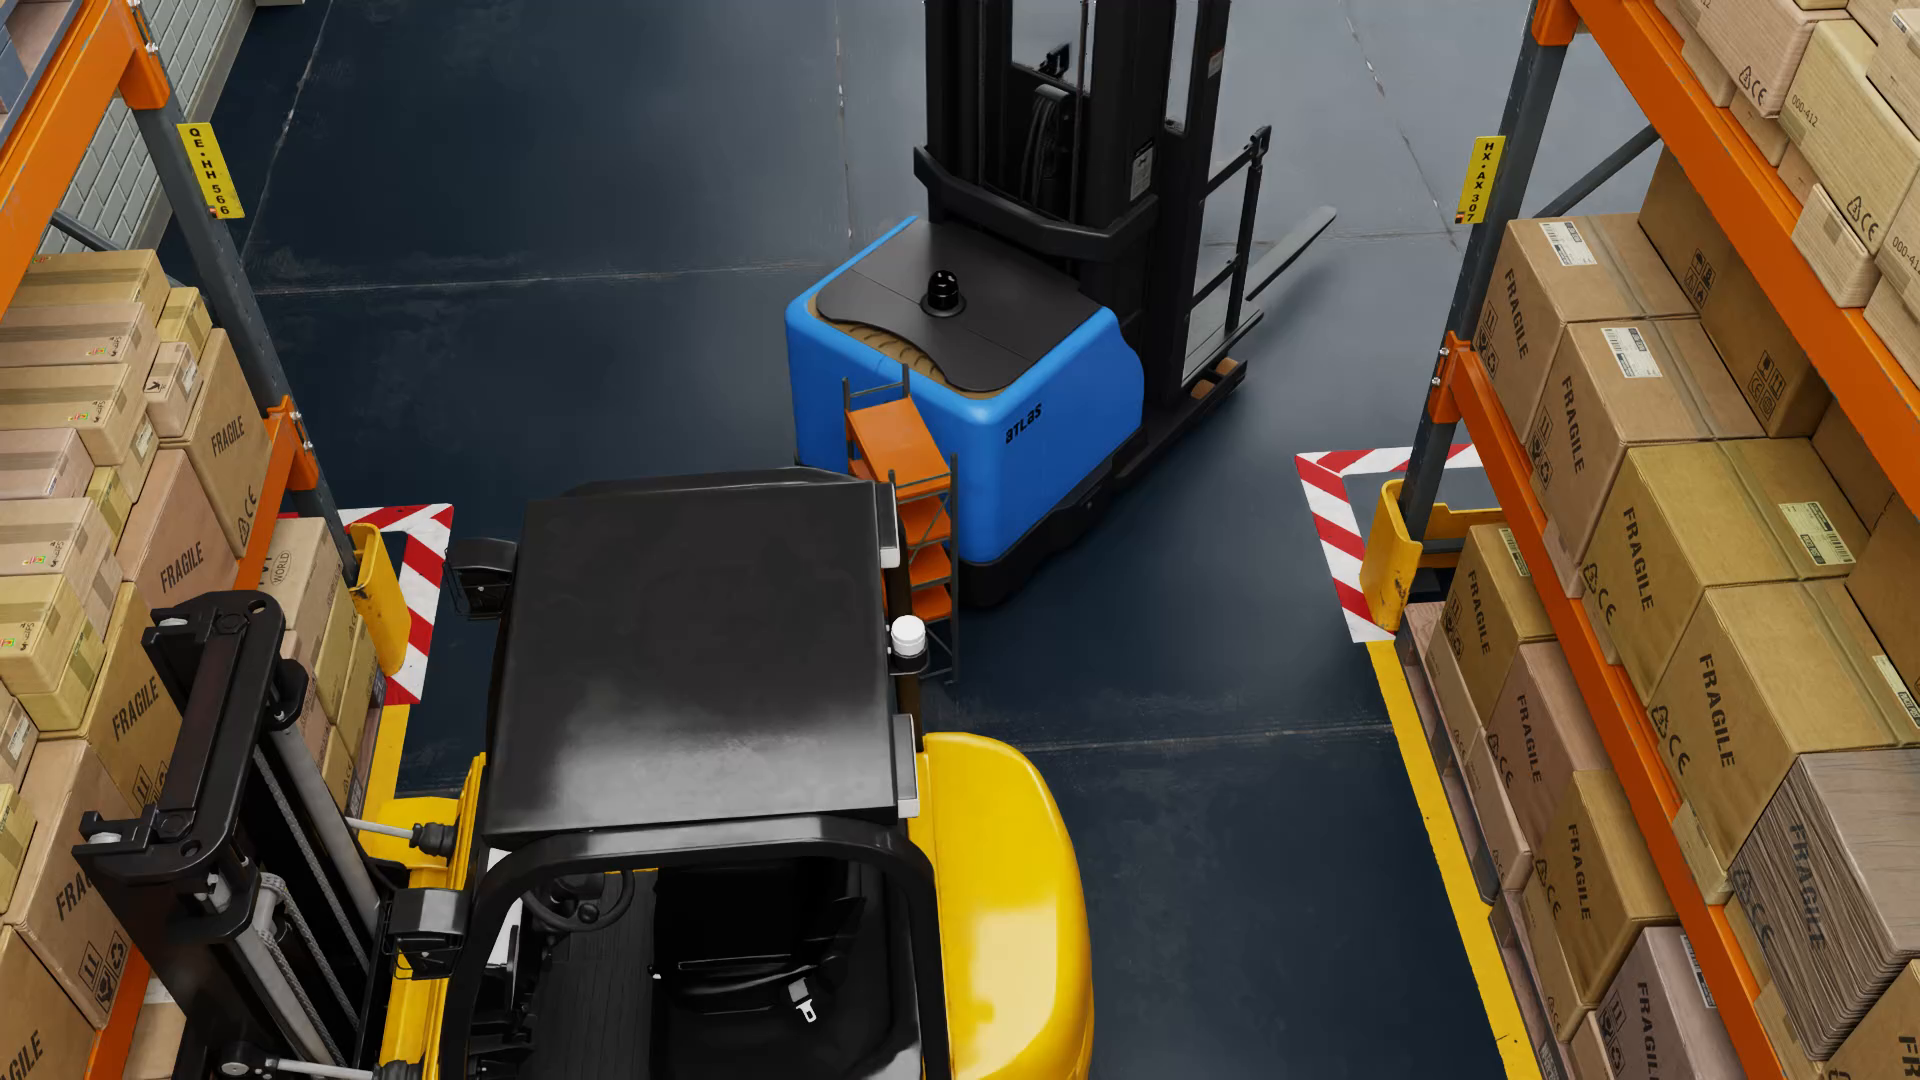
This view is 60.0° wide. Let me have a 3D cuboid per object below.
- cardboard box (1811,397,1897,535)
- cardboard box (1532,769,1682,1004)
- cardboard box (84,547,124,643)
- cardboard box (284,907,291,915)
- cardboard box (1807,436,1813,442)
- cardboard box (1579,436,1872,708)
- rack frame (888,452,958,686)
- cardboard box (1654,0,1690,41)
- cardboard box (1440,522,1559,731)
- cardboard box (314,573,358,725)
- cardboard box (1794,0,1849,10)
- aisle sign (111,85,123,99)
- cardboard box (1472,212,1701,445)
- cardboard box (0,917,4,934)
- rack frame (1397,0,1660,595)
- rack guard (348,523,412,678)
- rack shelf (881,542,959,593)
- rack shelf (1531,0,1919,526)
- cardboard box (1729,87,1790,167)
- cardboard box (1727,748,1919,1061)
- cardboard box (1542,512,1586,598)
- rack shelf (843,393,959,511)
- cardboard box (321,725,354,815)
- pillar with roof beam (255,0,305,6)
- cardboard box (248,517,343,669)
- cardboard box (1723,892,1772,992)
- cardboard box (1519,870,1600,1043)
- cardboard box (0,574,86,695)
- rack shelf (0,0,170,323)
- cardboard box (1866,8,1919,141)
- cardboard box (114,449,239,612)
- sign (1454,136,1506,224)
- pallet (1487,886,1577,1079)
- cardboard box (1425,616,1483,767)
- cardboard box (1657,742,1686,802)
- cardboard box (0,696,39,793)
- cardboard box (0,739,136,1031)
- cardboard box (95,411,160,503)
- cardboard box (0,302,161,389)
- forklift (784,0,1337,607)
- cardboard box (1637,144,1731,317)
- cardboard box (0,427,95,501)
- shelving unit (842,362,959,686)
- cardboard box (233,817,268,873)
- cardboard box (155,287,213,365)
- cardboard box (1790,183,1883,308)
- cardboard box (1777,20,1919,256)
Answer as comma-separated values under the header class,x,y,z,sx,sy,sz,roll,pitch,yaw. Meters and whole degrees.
class,x,y,z,sx,sy,sz,roll,pitch,yaw
cardboard box,2.643,-0.277,4.121,0.700,0.500,0.500,-4,47,-4
cardboard box,2.079,1.020,4.943,0.500,0.500,0.500,-3,47,-3
cardboard box,-2.344,0.143,4.169,0.380,0.149,0.250,-5,47,-5
cardboard box,-2.295,1.120,5.020,0.500,0.250,0.500,-4,47,-4
cardboard box,2.560,-0.281,4.813,0.500,0.500,0.500,-3,47,-3
cardboard box,2.057,0.083,4.468,0.500,0.500,0.500,-4,47,-4
rack frame,-0.122,0.158,5.911,0.240,1.200,0.015,-15,48,-14
cardboard box,2.018,-1.383,4.238,0.380,0.149,0.250,-5,47,-5
cardboard box,1.997,0.278,5.645,0.500,0.500,0.500,-5,47,-5
cardboard box,-2.391,0.384,5.717,0.500,0.250,0.500,-4,47,-4
cardboard box,1.973,-1.280,3.591,0.380,0.149,0.250,-4,47,-3
aisle sign,-2.456,-1.537,4.486,0.394,0.787,0.004,-3,47,-3
cardboard box,1.966,-0.660,5.172,0.500,0.500,0.500,-4,47,-4
cardboard box,-2.251,0.884,3.468,0.380,0.149,0.250,-5,47,-5
rack frame,2.203,-0.883,5.656,1.000,3.000,0.127,-3,47,-3
rack guard,-2.745,0.264,6.292,1.175,0.500,0.348,-3,47,-3
rack shelf,-0.208,0.038,6.117,0.258,0.148,0.480,-15,48,-14
rack shelf,2.370,-0.220,3.458,1.077,0.370,4.000,-3,47,-3
cardboard box,2.051,-1.012,3.886,0.380,0.149,0.250,-4,47,-4
cardboard box,2.155,0.821,3.769,0.500,0.500,0.500,-2,47,-2
cardboard box,1.977,0.027,4.968,0.380,0.149,0.250,-3,47,-3
rack shelf,-0.208,-0.278,5.783,0.258,0.148,0.480,-15,48,-14
cardboard box,-2.357,0.904,5.569,0.500,0.250,0.500,-3,47,-3
pillar with roof beam,0.205,-6.685,7.020,9.100,9.000,0.400,-3,47,-3
cardboard box,-2.394,0.193,5.553,0.500,0.250,0.500,-2,47,-2
cardboard box,2.127,0.962,4.082,0.380,0.149,0.250,-4,47,-4
cardboard box,2.088,1.283,5.210,0.500,0.250,0.500,-1,47,-1
cardboard box,-2.296,0.226,3.886,0.380,0.149,0.250,-3,47,-3
rack shelf,-2.576,0.085,3.170,1.077,0.370,4.000,-3,47,-3
cardboard box,2.029,-0.913,3.243,0.380,0.149,0.250,-2,47,-2
cardboard box,-2.406,0.103,4.654,0.500,0.500,0.500,-2,47,-2
sign,1.662,-1.147,5.311,0.100,0.325,0.005,-3,47,-3
pallet,2.341,1.602,5.224,1.003,0.211,1.213,-3,47,-3
cardboard box,1.995,0.519,5.934,0.500,0.250,0.500,-4,47,-4
cardboard box,2.107,0.592,4.432,0.380,0.149,0.250,-5,47,-4
cardboard box,-2.372,0.511,3.821,0.380,0.149,0.250,-4,47,-4
cardboard box,-2.310,0.837,3.959,0.500,0.500,0.500,-3,47,-3
cardboard box,-2.423,-0.227,4.520,0.380,0.149,0.250,-3,47,-3
cardboard box,-2.451,-0.515,4.588,0.380,0.149,0.250,-3,47,-3
forklift,0.635,-1.759,6.534,1.130,2.935,3.031,30,54,25
cardboard box,2.463,-1.007,4.812,0.700,0.500,0.500,-5,47,-4
cardboard box,-2.456,-0.143,4.235,0.380,0.149,0.250,-3,47,-3
shelving unit,-0.208,-0.008,6.068,0.258,1.200,0.503,-15,48,-14
cardboard box,-2.293,0.927,4.859,0.500,0.250,0.500,-3,47,-3
cardboard box,-2.435,-0.602,4.875,0.380,0.149,0.250,-3,47,-3
cardboard box,2.019,-0.633,3.527,0.380,0.149,0.250,-3,47,-3
cardboard box,2.080,-0.847,3.456,0.500,0.250,0.500,-2,47,-2
